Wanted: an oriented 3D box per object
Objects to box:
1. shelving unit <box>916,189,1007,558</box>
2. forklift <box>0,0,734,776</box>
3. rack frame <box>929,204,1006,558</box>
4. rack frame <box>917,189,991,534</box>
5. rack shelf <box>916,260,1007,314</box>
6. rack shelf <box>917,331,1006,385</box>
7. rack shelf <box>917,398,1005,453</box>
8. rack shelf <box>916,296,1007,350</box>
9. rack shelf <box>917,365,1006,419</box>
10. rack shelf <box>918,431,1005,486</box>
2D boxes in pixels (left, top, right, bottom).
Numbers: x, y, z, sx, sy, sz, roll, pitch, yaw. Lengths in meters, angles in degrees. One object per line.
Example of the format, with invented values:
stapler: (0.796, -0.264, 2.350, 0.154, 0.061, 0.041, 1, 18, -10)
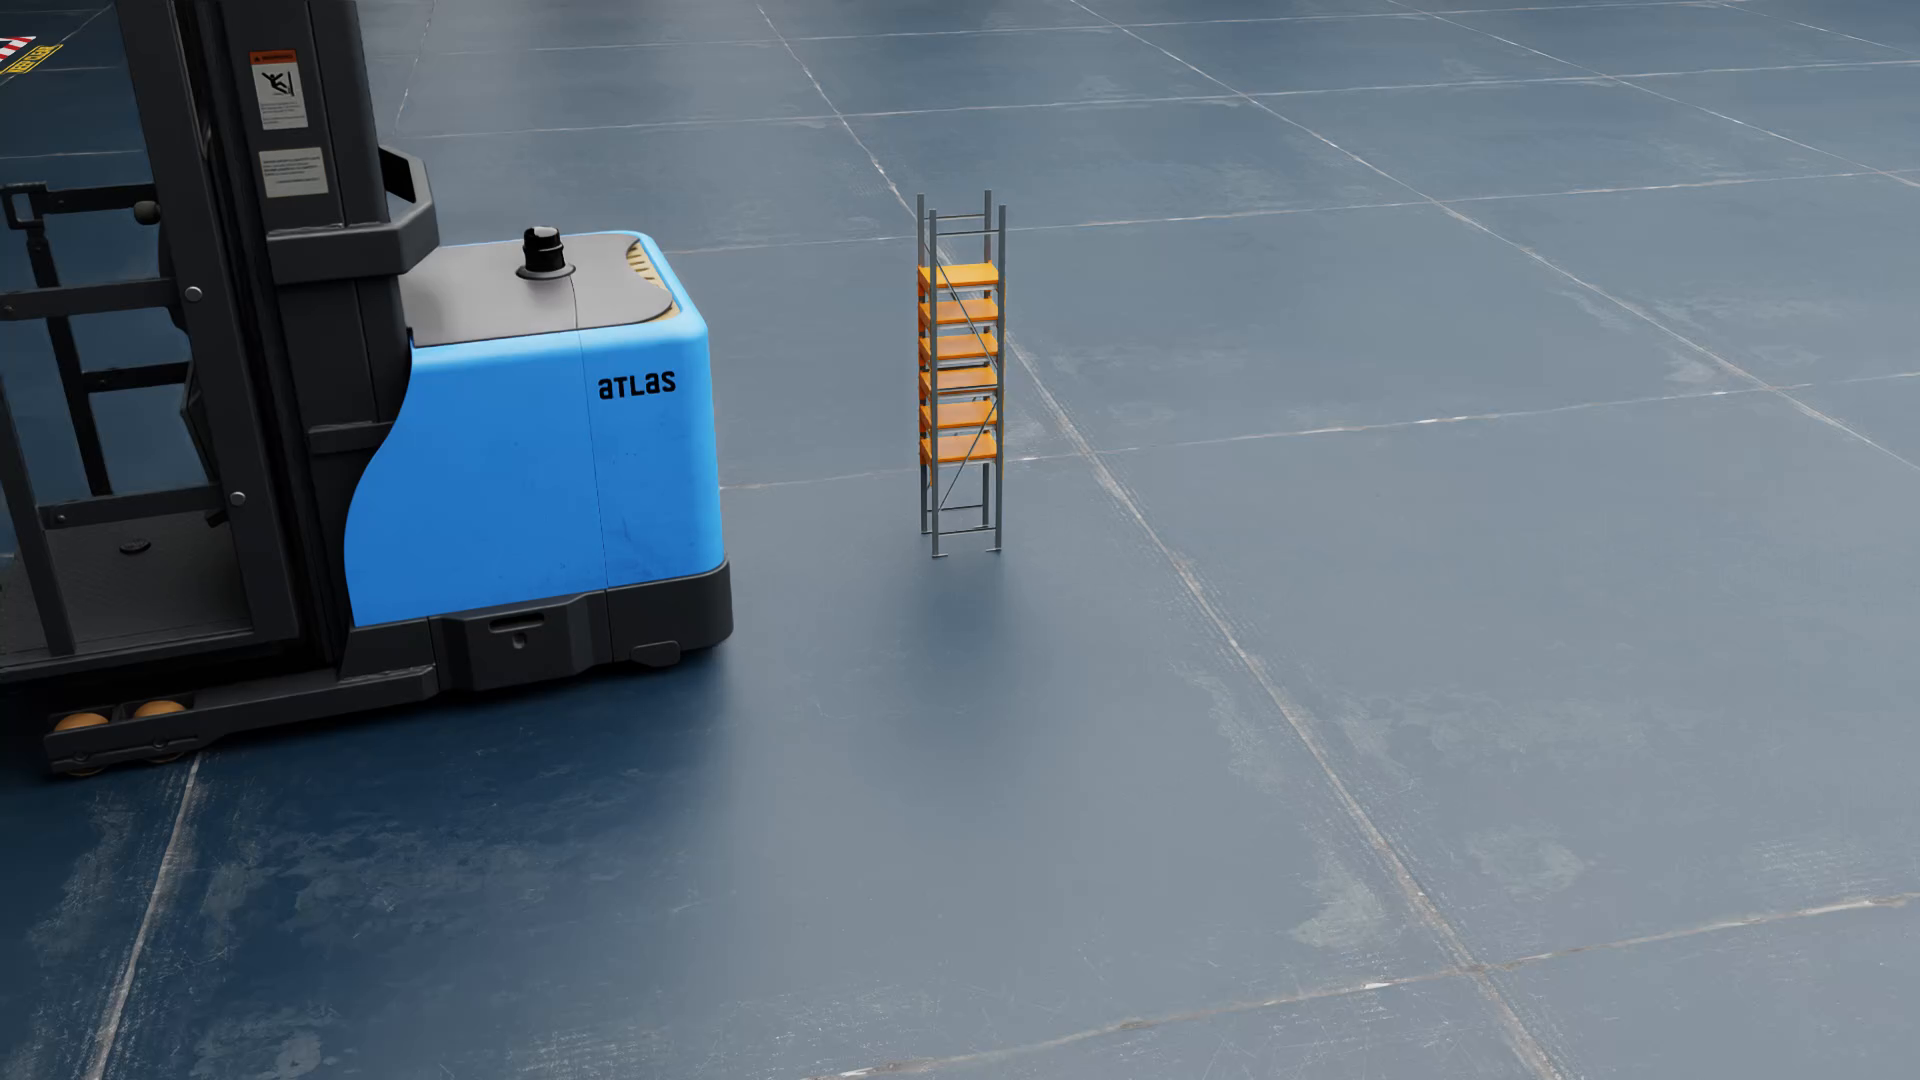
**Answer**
shelving unit: (0.003, -0.529, 5.467, 0.258, 1.200, 0.189, -6, 27, -12)
forklift: (-2.262, -0.940, 4.359, 3.031, 2.935, 1.130, -9, 28, -17)
rack frame: (0.024, -0.489, 5.387, 0.240, 1.200, 0.006, -6, 27, -12)
rack frame: (-0.017, -0.569, 5.547, 0.240, 1.200, 0.006, -6, 27, -12)
rack shelf: (0.003, -0.811, 5.325, 0.258, 0.103, 0.180, -6, 27, -12)
rack shelf: (0.003, -0.597, 5.433, 0.258, 0.103, 0.180, -6, 27, -12)
rack shelf: (0.003, -0.382, 5.541, 0.258, 0.103, 0.180, -6, 27, -12)
rack shelf: (0.003, -0.704, 5.379, 0.258, 0.103, 0.180, -6, 27, -12)
rack shelf: (0.003, -0.490, 5.487, 0.258, 0.103, 0.180, -6, 27, -12)
rack shelf: (0.003, -0.275, 5.595, 0.258, 0.103, 0.180, -6, 27, -12)
